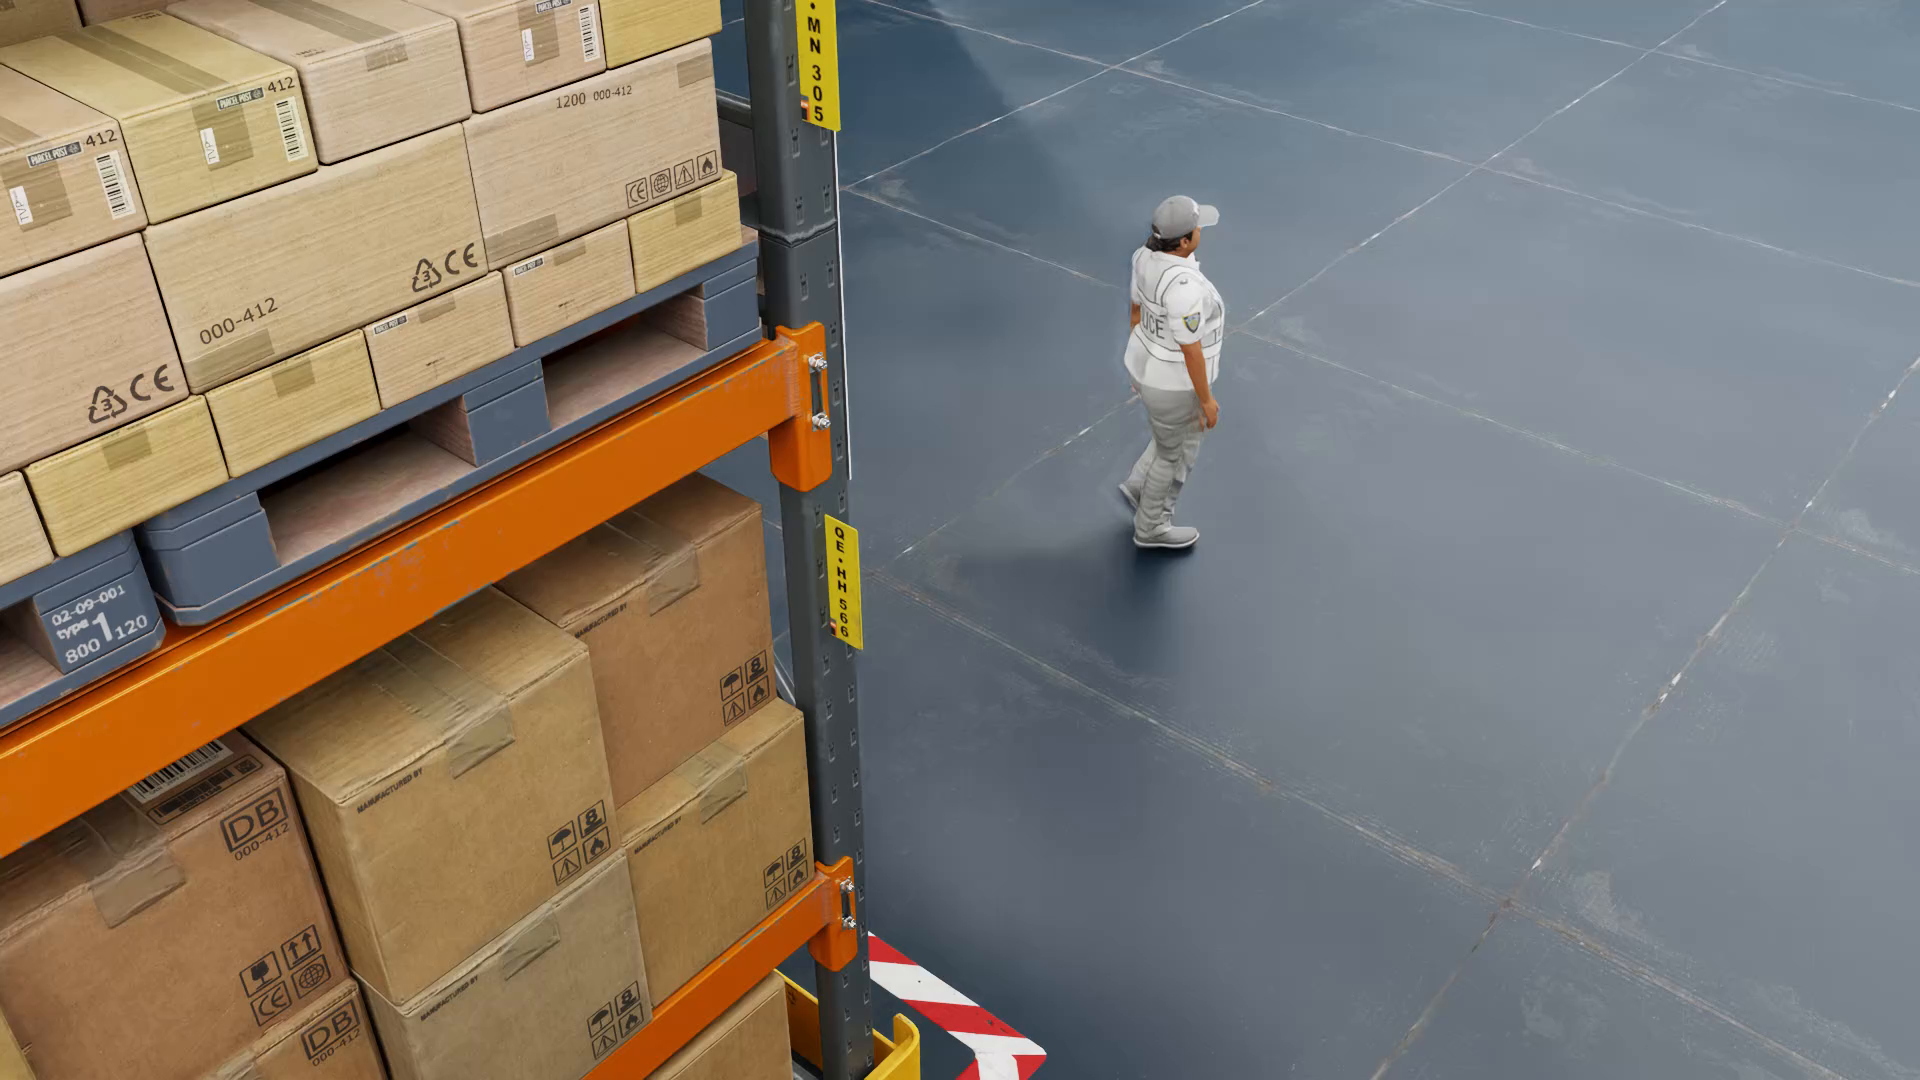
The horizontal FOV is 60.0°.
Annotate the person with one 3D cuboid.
[{"bbox_3d":[0.940,-0.690,7.103,0.455,1.680,0.481,-7,36,-10],"label":"person"}]
